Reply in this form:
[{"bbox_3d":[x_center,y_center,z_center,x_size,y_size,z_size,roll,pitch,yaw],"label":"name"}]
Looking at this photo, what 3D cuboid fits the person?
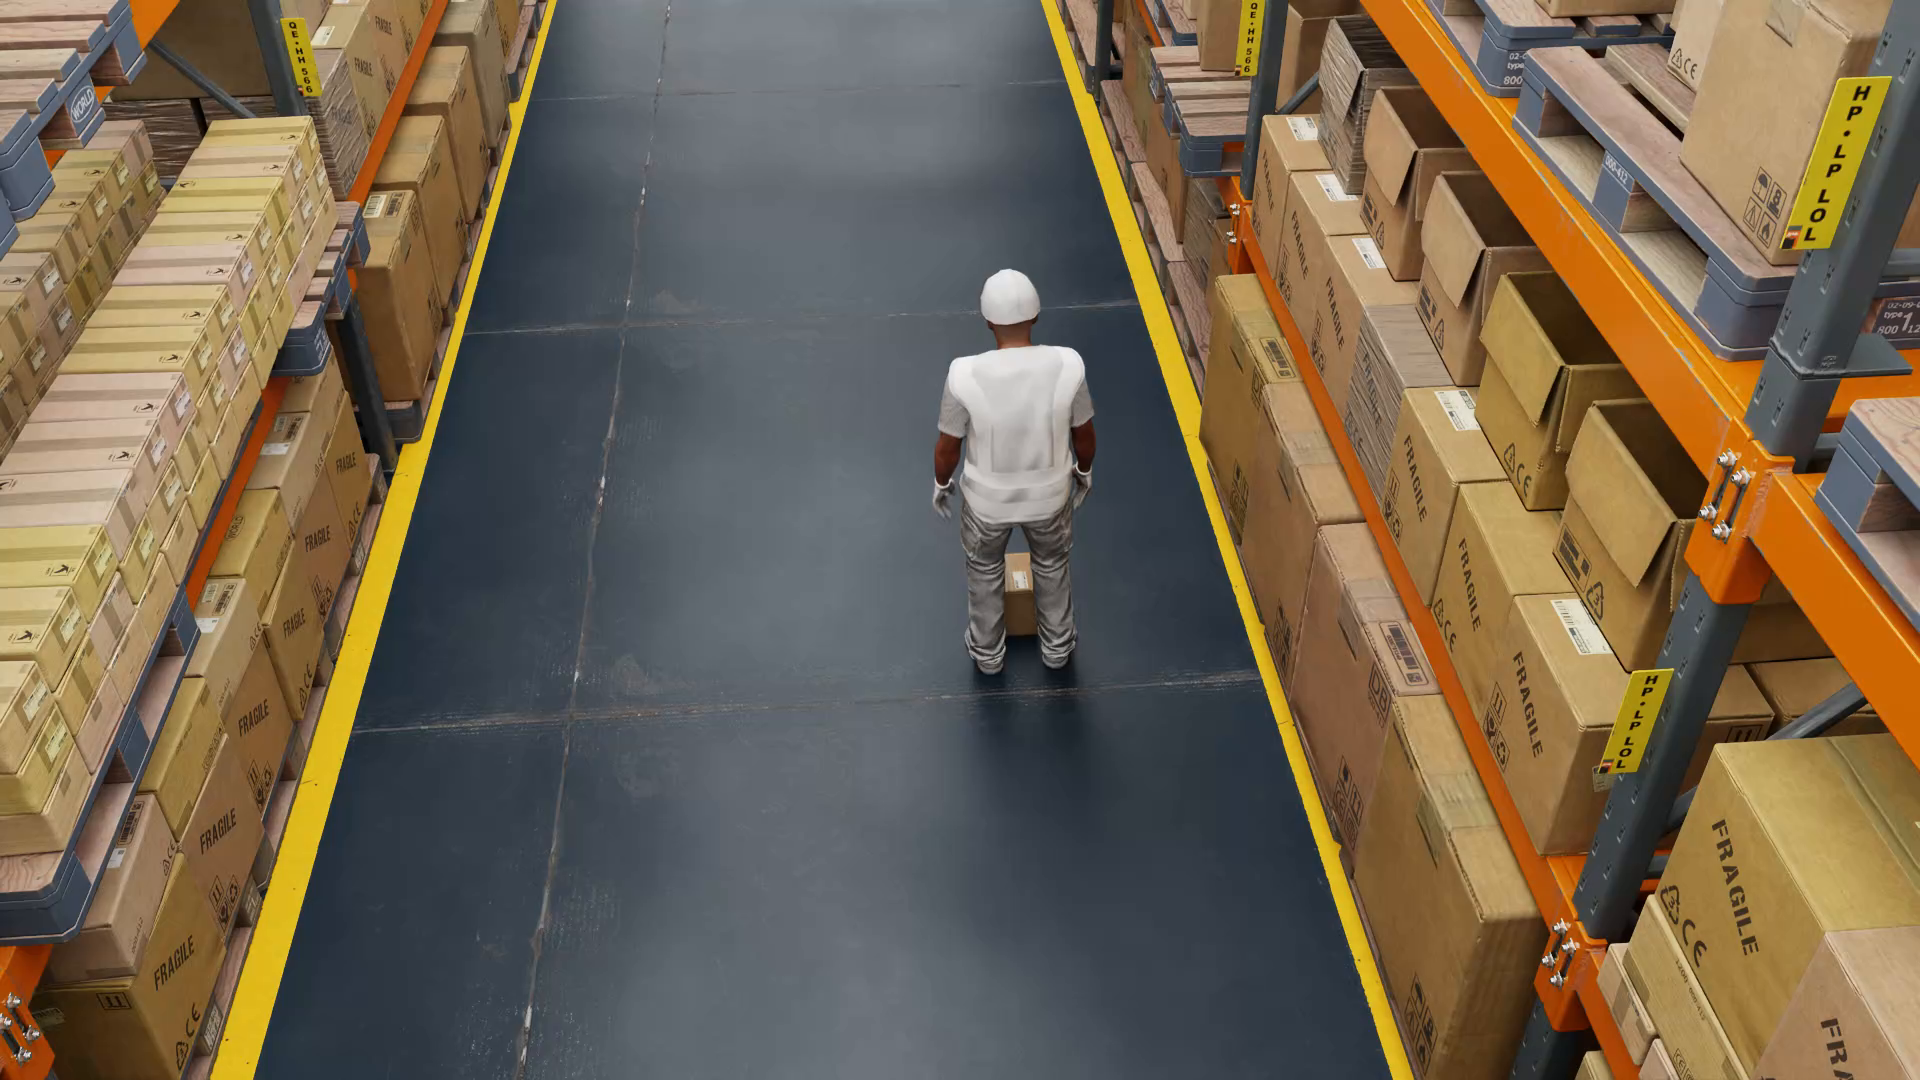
[{"bbox_3d":[0.228,-0.214,6.413,0.620,1.773,0.448,-4,39,-5],"label":"person"}]
